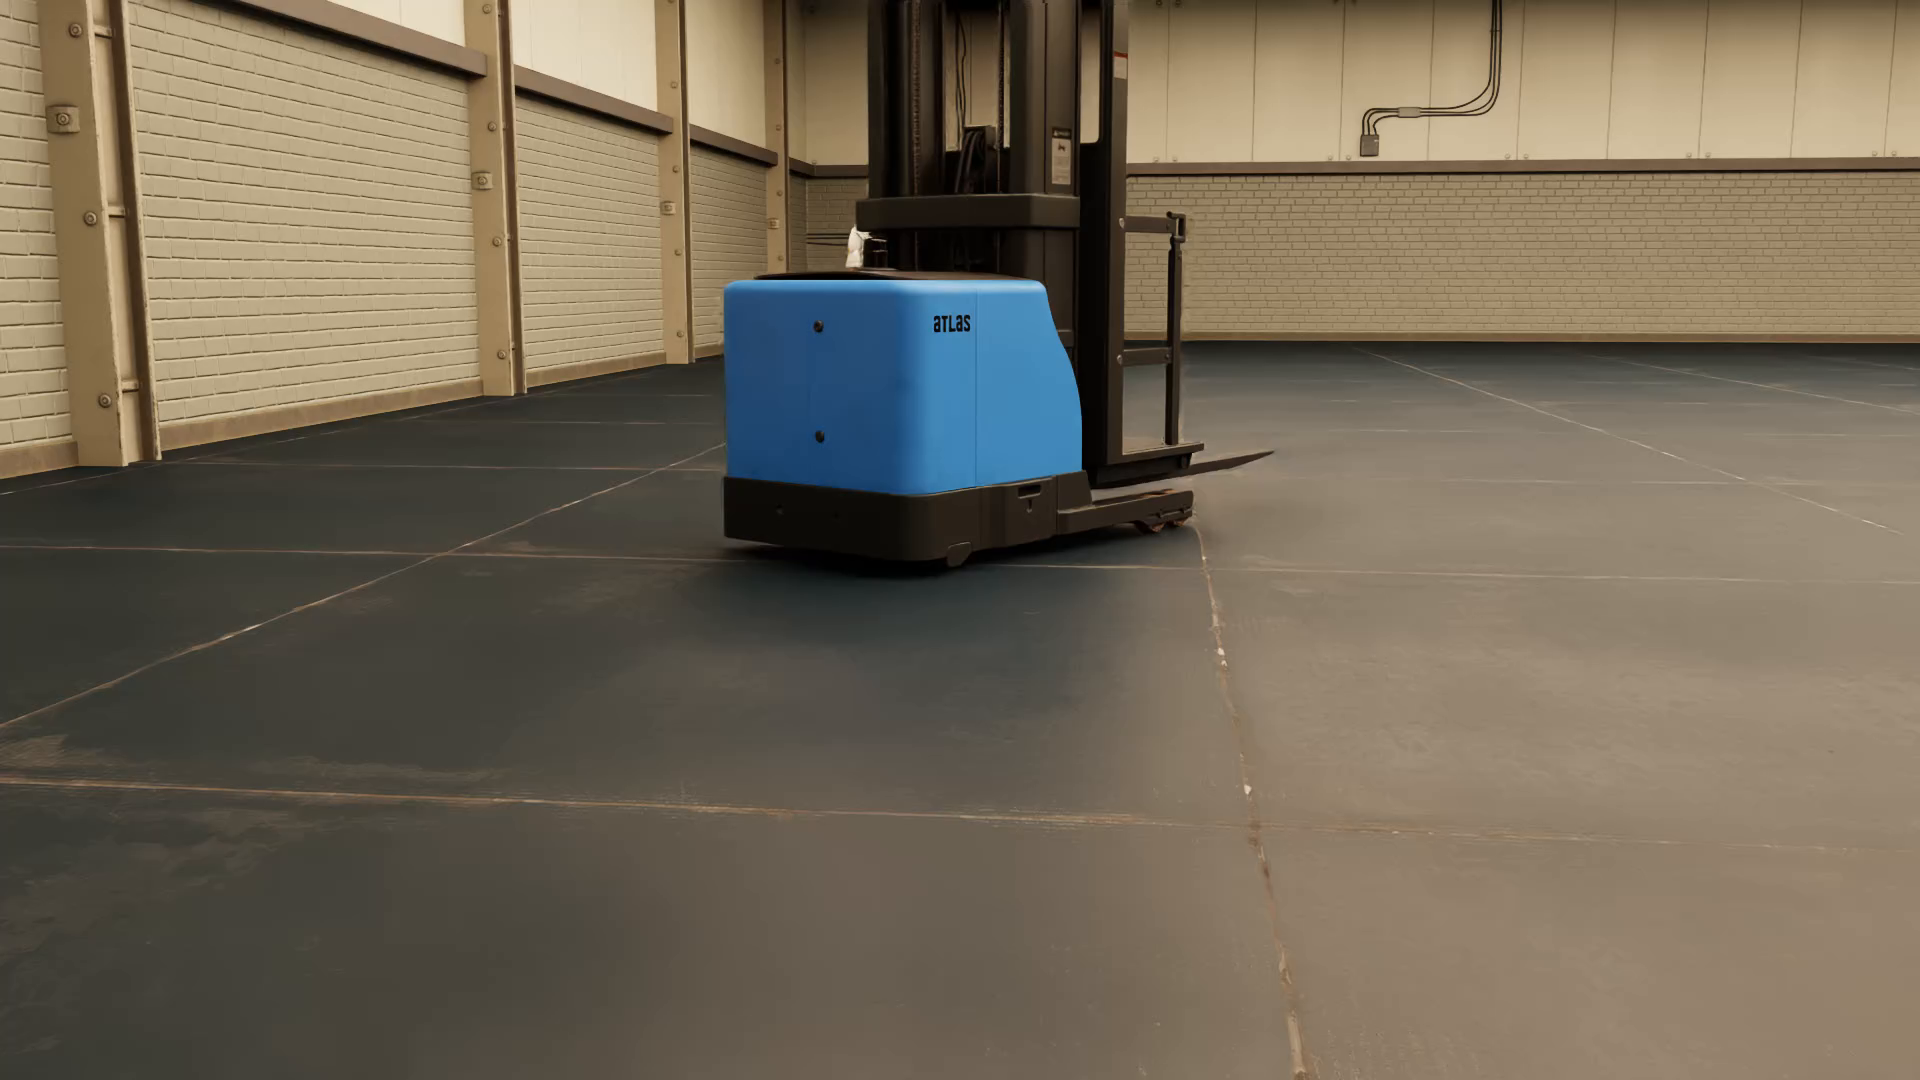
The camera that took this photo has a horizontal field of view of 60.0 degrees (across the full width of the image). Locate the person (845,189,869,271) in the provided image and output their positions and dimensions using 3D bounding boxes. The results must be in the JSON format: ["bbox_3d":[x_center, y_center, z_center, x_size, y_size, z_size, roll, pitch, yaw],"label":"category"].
[{"bbox_3d":[-0.422,-1.311,9.952,0.553,1.664,0.469,-1,9,-9],"label":"person"}]

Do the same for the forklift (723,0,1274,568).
[{"bbox_3d":[0.377,-1.526,7.222,1.130,2.935,3.031,7,11,38],"label":"forklift"}]
